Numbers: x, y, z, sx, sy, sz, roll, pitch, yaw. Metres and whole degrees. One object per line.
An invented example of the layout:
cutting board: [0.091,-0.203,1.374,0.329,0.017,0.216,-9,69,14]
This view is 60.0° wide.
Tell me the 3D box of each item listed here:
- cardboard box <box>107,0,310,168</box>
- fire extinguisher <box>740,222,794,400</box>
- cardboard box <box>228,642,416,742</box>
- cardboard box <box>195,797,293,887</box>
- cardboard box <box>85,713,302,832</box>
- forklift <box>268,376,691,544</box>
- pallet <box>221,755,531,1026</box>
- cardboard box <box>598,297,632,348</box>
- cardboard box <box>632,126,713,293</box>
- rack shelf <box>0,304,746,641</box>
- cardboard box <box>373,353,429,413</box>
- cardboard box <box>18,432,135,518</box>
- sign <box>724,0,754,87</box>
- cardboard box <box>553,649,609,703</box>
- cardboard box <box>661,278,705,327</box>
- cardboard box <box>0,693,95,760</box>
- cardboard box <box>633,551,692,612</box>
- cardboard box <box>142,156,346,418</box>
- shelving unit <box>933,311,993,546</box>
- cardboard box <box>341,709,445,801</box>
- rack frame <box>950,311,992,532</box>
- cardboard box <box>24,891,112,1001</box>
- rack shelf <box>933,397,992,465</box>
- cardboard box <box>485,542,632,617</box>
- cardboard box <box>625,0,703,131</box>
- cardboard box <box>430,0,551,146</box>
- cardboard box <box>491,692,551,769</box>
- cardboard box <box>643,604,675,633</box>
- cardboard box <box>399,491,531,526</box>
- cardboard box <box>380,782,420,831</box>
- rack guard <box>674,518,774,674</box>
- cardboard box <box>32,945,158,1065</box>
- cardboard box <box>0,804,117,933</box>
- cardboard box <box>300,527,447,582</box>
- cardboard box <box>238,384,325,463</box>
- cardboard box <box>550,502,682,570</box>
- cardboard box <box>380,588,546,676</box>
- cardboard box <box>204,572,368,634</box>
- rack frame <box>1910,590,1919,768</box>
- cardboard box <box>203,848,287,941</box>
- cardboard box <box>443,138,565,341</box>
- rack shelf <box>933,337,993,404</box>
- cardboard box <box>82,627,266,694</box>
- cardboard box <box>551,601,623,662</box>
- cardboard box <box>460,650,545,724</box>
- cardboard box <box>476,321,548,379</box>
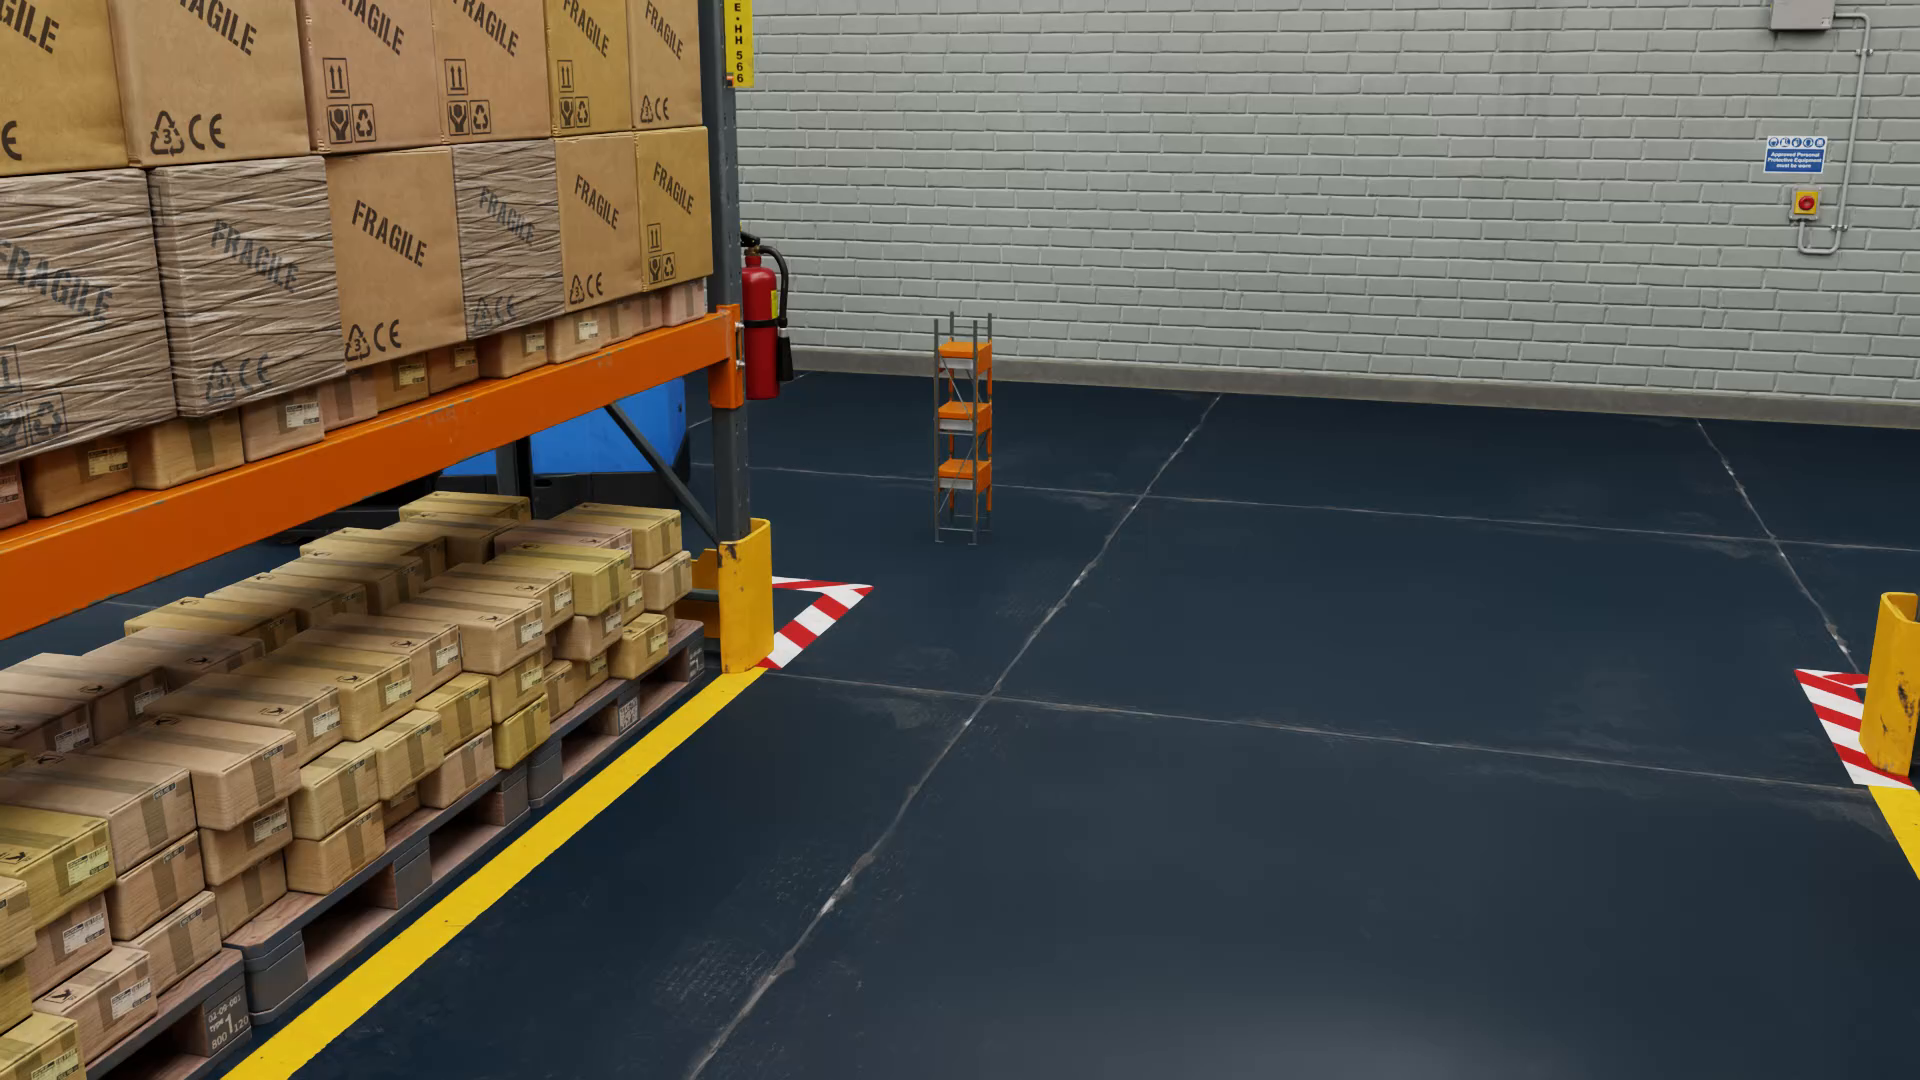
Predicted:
cardboard box: [-1.752,-1.049,3.470,0.500,0.500,0.500,5,17,17]
fire extinguisher: [-0.768,-0.871,6.229,0.296,0.674,0.183,5,16,16]
cardboard box: [-1.654,0.391,4.318,0.380,0.149,0.250,5,17,16]
cardboard box: [-1.808,0.665,3.898,0.380,0.149,0.250,5,17,18]
cardboard box: [-1.760,0.530,3.828,0.380,0.149,0.250,5,17,17]
forklift: [-2.901,-1.541,7.892,3.031,2.935,1.130,-1,16,-4]
pallet: [-1.917,0.832,4.511,1.003,0.211,1.213,5,16,16]
cardboard box: [-1.267,-0.701,5.264,0.380,0.149,0.250,4,16,15]
cardboard box: [-1.163,-1.112,5.523,0.500,0.500,0.500,5,17,17]
rack shelf: [-1.851,-0.189,4.315,1.077,0.370,4.000,5,16,16]
cardboard box: [-1.614,-0.429,4.305,0.380,0.149,0.250,5,17,17]
cardboard box: [-1.914,-0.157,3.346,0.380,0.149,0.250,4,16,13]
sign: [-0.756,-1.719,5.691,0.100,0.325,0.005,5,16,16]
cardboard box: [-1.366,0.403,5.366,0.380,0.149,0.250,5,16,16]
cardboard box: [-1.104,-0.830,5.718,0.380,0.149,0.250,5,16,16]
cardboard box: [-2.332,0.483,3.993,0.380,0.149,0.250,4,16,13]
cardboard box: [-1.159,0.129,5.788,0.380,0.149,0.250,4,16,14]
cardboard box: [-1.725,-0.572,3.619,0.500,0.500,0.500,4,16,15]
shelving unit: [0.015,-0.519,7.735,0.215,1.050,0.252,5,16,16]
cardboard box: [-1.582,0.541,4.334,0.380,0.149,0.250,5,17,16]
rack frame: [0.050,-0.551,7.848,0.200,1.050,0.008,5,16,16]
cardboard box: [-1.989,0.805,3.403,0.380,0.149,0.250,5,16,16]
rack shelf: [0.015,-0.509,7.738,0.215,0.259,0.240,5,16,16]
cardboard box: [-1.268,0.122,5.265,0.380,0.149,0.250,4,16,15]
cardboard box: [-1.174,-1.591,5.381,0.500,0.500,0.500,4,16,15]
cardboard box: [-1.457,-1.322,4.432,0.500,0.500,0.500,6,17,19]
cardboard box: [-1.436,0.540,4.882,0.380,0.149,0.250,4,16,13]
cardboard box: [-1.232,0.266,5.851,0.380,0.149,0.250,5,17,17]
cardboard box: [-1.757,-0.064,5.922,0.380,0.149,0.250,4,16,13]
cardboard box: [-1.676,0.671,4.423,0.380,0.149,0.250,5,17,17]
rack guard: [-1.304,0.165,6.333,1.175,0.500,0.348,5,16,16]
cardboard box: [-1.911,0.949,3.441,0.380,0.149,0.250,5,16,16]
cardboard box: [-1.963,0.660,3.369,0.380,0.149,0.250,4,16,15]
cardboard box: [-1.914,0.074,5.438,0.380,0.149,0.250,5,16,16]
cardboard box: [-1.697,-0.288,3.806,0.380,0.149,0.250,5,17,18]
cardboard box: [-1.190,-0.016,5.755,0.380,0.149,0.250,5,17,17]
cardboard box: [-1.425,0.260,4.781,0.380,0.149,0.250,5,17,18]
cardboard box: [-1.993,0.217,4.933,0.380,0.149,0.250,5,17,18]
rack frame: [3.492,-0.700,4.802,1.000,3.000,0.127,5,16,16]
cardboard box: [-1.844,0.806,3.947,0.380,0.149,0.250,4,16,13]
cardboard box: [-1.449,-0.844,4.579,0.500,0.500,0.500,5,16,16]
rack shelf: [0.015,-0.782,7.661,0.215,0.259,0.240,5,16,16]
cardboard box: [-2.092,0.355,4.445,0.380,0.149,0.250,5,16,16]
cardboard box: [-1.305,0.265,5.308,0.380,0.149,0.250,4,16,14]
cardboard box: [-1.439,0.401,4.827,0.380,0.149,0.250,5,17,17]
cardboard box: [-1.421,-0.566,4.787,0.380,0.149,0.250,4,16,13]
